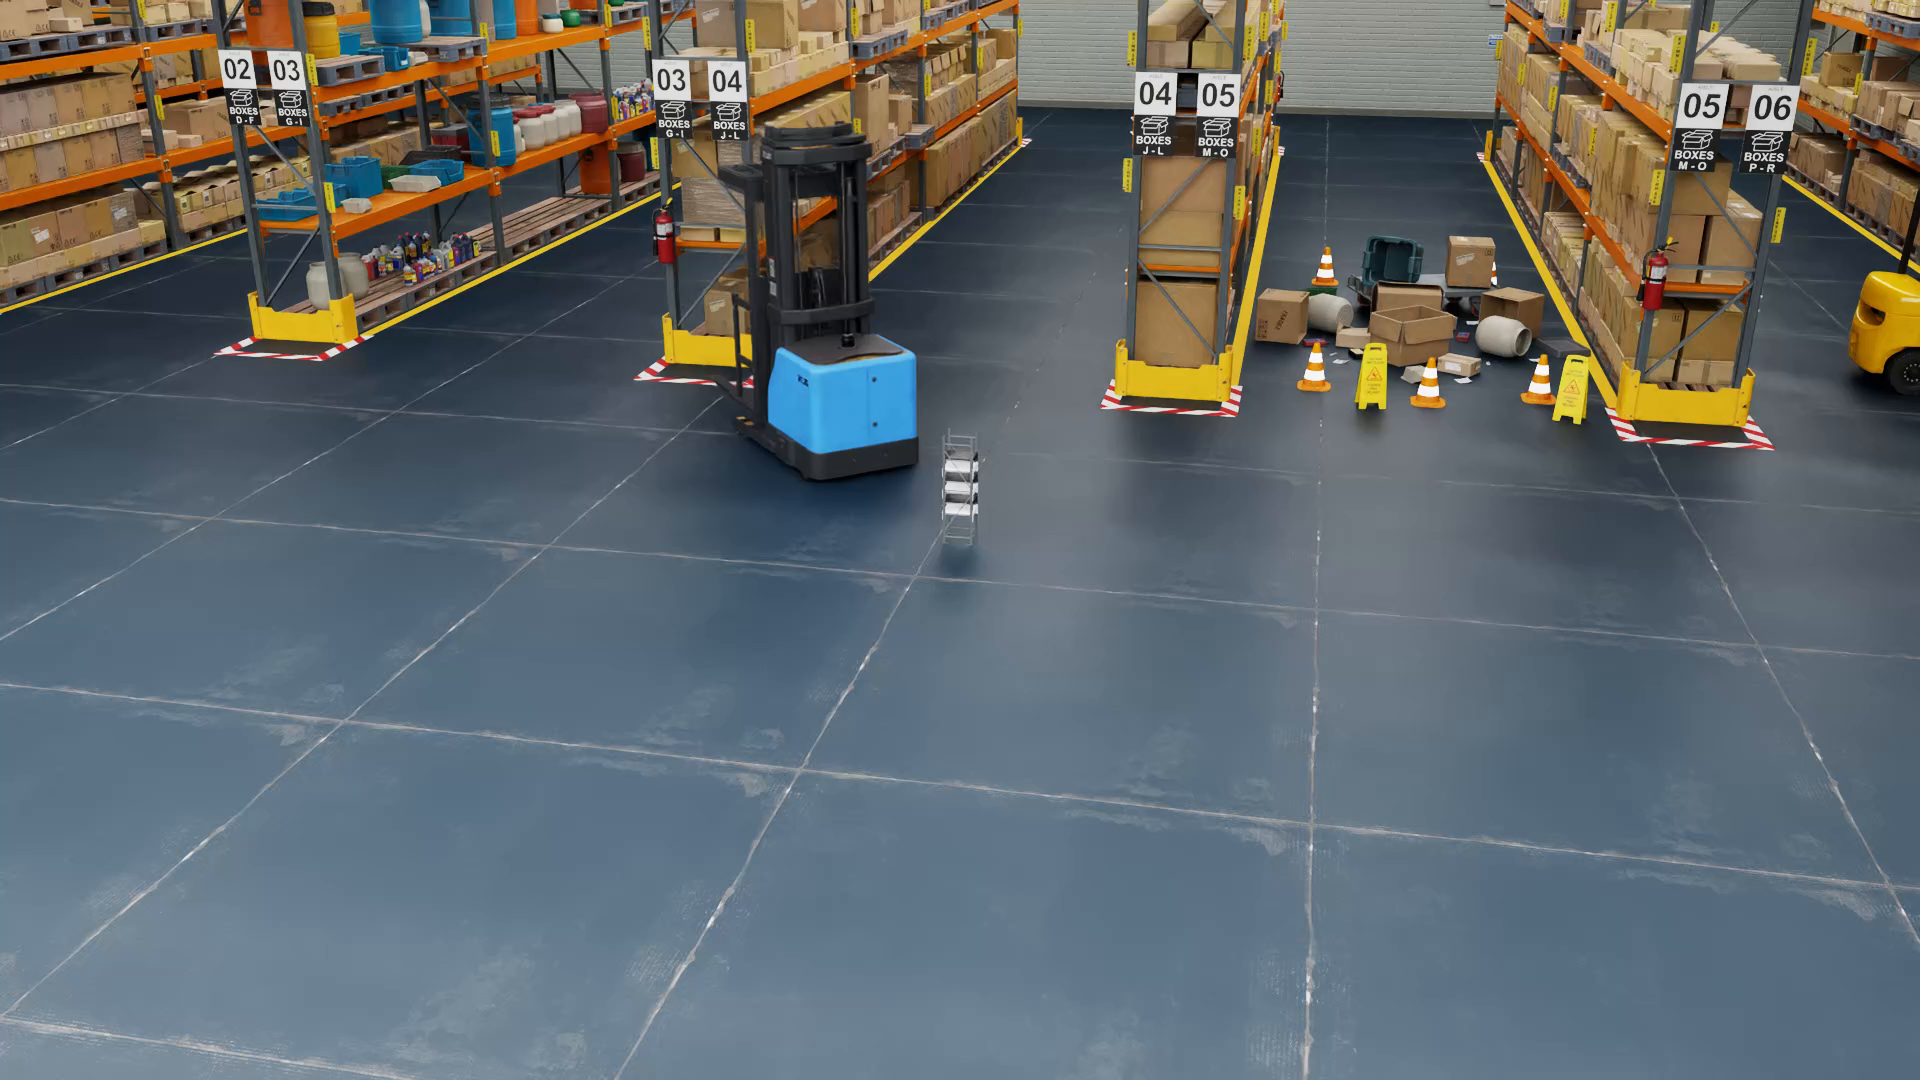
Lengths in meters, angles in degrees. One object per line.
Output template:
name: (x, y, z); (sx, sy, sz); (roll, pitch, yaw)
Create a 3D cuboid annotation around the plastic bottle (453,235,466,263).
plastic bottle: (-6.567, -3.807, 21.748); (0.144, 0.351, 0.185); (3, 22, 8)

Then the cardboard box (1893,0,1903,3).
cardboard box: (13.769, -7.864, 24.093); (0.380, 0.149, 0.250); (4, 22, 10)

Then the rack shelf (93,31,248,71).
rack shelf: (-11.119, -7.327, 24.480); (1.077, 0.370, 4.000); (4, 22, 11)

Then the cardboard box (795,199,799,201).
cardboard box: (-2.265, -4.256, 19.373); (0.875, 0.500, 0.500); (4, 22, 11)

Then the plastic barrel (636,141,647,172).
plastic barrel: (-5.522, -6.469, 28.170); (0.421, 0.512, 0.421); (0, 22, 0)

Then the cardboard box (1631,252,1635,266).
cardboard box: (6.938, -2.793, 16.610); (0.380, 0.149, 0.250); (4, 22, 10)

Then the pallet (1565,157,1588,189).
pallet: (8.324, -4.673, 21.198); (1.003, 0.211, 1.213); (4, 22, 11)

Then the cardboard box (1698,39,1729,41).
cardboard box: (7.823, -5.156, 17.395); (0.380, 0.149, 0.250); (4, 22, 10)

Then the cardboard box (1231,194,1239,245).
cardboard box: (2.548, -3.510, 17.854); (0.875, 0.550, 0.550); (4, 22, 11)

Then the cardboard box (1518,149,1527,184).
cardboard box: (9.737, -6.180, 27.550); (0.875, 0.438, 0.875); (4, 22, 10)

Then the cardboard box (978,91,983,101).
cardboard box: (0.188, -7.674, 28.728); (0.380, 0.149, 0.250); (5, 22, 11)

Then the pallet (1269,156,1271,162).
pallet: (5.237, -7.140, 30.798); (1.003, 0.211, 1.213); (4, 22, 11)

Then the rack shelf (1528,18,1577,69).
rack shelf: (9.096, -7.278, 24.358); (1.077, 0.370, 4.000); (4, 22, 11)

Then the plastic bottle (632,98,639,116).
plastic bottle: (-5.245, -7.001, 26.877); (0.061, 0.283, 0.133); (4, 22, 11)

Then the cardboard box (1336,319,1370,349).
cardboard box: (4.457, -2.329, 18.782); (0.396, 0.266, 0.258); (8, 23, 20)

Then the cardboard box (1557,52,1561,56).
cardboard box: (9.838, -7.618, 26.781); (0.500, 0.500, 0.500); (5, 22, 11)

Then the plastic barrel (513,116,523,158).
plastic barrel: (-6.269, -5.555, 22.950); (0.433, 0.535, 0.433); (0, 22, 0)

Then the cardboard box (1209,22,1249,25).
cardboard box: (2.620, -4.979, 16.259); (0.380, 0.149, 0.250); (5, 22, 11)

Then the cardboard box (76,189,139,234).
cardboard box: (-11.522, -4.437, 22.470); (0.500, 0.500, 0.500); (4, 22, 11)

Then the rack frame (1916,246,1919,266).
rack frame: (13.547, -5.112, 22.031); (1.000, 3.000, 0.127); (4, 22, 11)

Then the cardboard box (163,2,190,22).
cardboard box: (-11.283, -7.480, 23.536); (0.500, 0.250, 0.500); (2, 22, 6)

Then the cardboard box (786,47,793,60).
cardboard box: (-2.065, -5.382, 18.353); (0.380, 0.149, 0.250); (3, 22, 8)

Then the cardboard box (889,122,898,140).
cardboard box: (-1.090, -5.747, 23.225); (0.396, 0.266, 0.258); (4, 22, 9)

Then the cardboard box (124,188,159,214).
cardboard box: (-11.725, -4.888, 23.842); (0.500, 0.311, 0.500); (4, 22, 11)

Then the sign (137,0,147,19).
sign: (-10.984, -7.164, 22.314); (0.100, 0.325, 0.005); (4, 22, 11)

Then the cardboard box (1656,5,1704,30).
cardboard box: (8.475, -6.141, 19.540); (0.500, 0.250, 0.500); (4, 22, 10)

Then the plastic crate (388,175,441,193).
plastic crate: (-6.762, -4.424, 20.675); (0.530, 0.136, 0.437); (4, 22, 11)

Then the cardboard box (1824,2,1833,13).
cardboard box: (14.592, -8.844, 27.619); (0.380, 0.149, 0.250); (4, 22, 11)

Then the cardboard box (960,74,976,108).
cardboard box: (-0.026, -7.562, 27.981); (0.500, 0.500, 0.500); (5, 22, 11)

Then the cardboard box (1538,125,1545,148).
cardboard box: (8.625, -5.812, 23.971); (0.500, 0.250, 0.500); (5, 22, 12)

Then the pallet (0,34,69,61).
pallet: (-11.927, -6.130, 20.662); (1.003, 0.211, 1.213); (4, 22, 11)

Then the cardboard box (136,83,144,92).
cardboard box: (-14.839, -8.126, 29.826); (0.380, 0.149, 0.250); (4, 22, 9)

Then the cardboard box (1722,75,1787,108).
cardboard box: (7.418, -4.187, 15.521); (0.500, 0.250, 0.500); (4, 22, 10)

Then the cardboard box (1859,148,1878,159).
cardboard box: (14.089, -5.934, 25.589); (0.380, 0.149, 0.250); (4, 22, 10)

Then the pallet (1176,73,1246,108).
pallet: (2.330, -4.526, 16.680); (1.003, 0.211, 1.213); (4, 22, 11)

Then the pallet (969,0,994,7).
pallet: (-0.021, -9.356, 28.673); (1.003, 0.211, 1.213); (4, 22, 11)

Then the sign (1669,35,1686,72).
sign: (6.516, -4.415, 15.100); (0.100, 0.325, 0.005); (4, 22, 11)

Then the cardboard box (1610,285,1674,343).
cardboard box: (7.066, -2.334, 17.250); (0.500, 0.500, 0.500); (5, 23, 13)

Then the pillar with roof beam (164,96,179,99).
pillar with roof beam: (-11.235, -11.617, 30.152); (9.100, 9.000, 0.400); (4, 22, 11)

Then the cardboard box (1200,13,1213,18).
cardboard box: (2.631, -5.910, 19.104); (0.500, 0.250, 0.500); (5, 22, 11)

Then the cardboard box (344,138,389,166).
cardboard box: (-10.130, -6.565, 28.397); (0.500, 0.500, 0.500); (4, 22, 10)

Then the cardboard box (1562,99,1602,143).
cardboard box: (8.270, -5.530, 21.976); (0.500, 0.500, 0.500); (6, 23, 14)

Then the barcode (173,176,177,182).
barcode: (-11.068, -5.090, 23.448); (0.001, 0.075, 0.075); (4, 22, 11)

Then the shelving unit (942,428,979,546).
shelving unit: (0.002, -0.420, 13.193); (0.258, 0.900, 0.210); (4, 22, 11)

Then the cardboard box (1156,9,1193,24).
cardboard box: (2.287, -5.589, 17.773); (0.380, 0.149, 0.250); (4, 22, 11)

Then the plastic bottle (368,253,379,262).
plastic bottle: (-7.443, -3.483, 21.043); (0.152, 0.276, 0.135); (4, 22, 9)

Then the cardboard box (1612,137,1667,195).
cardboard box: (7.059, -3.794, 16.888); (0.700, 0.500, 0.500); (4, 22, 10)

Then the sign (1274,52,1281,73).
sign: (5.181, -7.788, 27.127); (0.100, 0.325, 0.005); (4, 22, 11)

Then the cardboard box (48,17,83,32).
cardboard box: (-11.506, -6.611, 21.324); (0.380, 0.149, 0.250); (4, 22, 11)

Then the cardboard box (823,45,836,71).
cardboard box: (-1.784, -5.727, 19.743); (0.500, 0.250, 0.500); (5, 22, 12)

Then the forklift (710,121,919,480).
forklift: (-1.522, -2.389, 15.361); (1.130, 2.935, 3.031); (-12, 25, -27)

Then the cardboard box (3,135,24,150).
cardboard box: (-11.844, -4.927, 20.571); (0.380, 0.149, 0.250); (4, 22, 9)

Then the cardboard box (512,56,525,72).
cardboard box: (-9.006, -9.599, 33.038); (0.500, 0.500, 0.500); (5, 22, 11)

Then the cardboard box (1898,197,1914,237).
cardboard box: (13.536, -4.501, 23.297); (0.500, 0.500, 0.500); (4, 22, 10)
